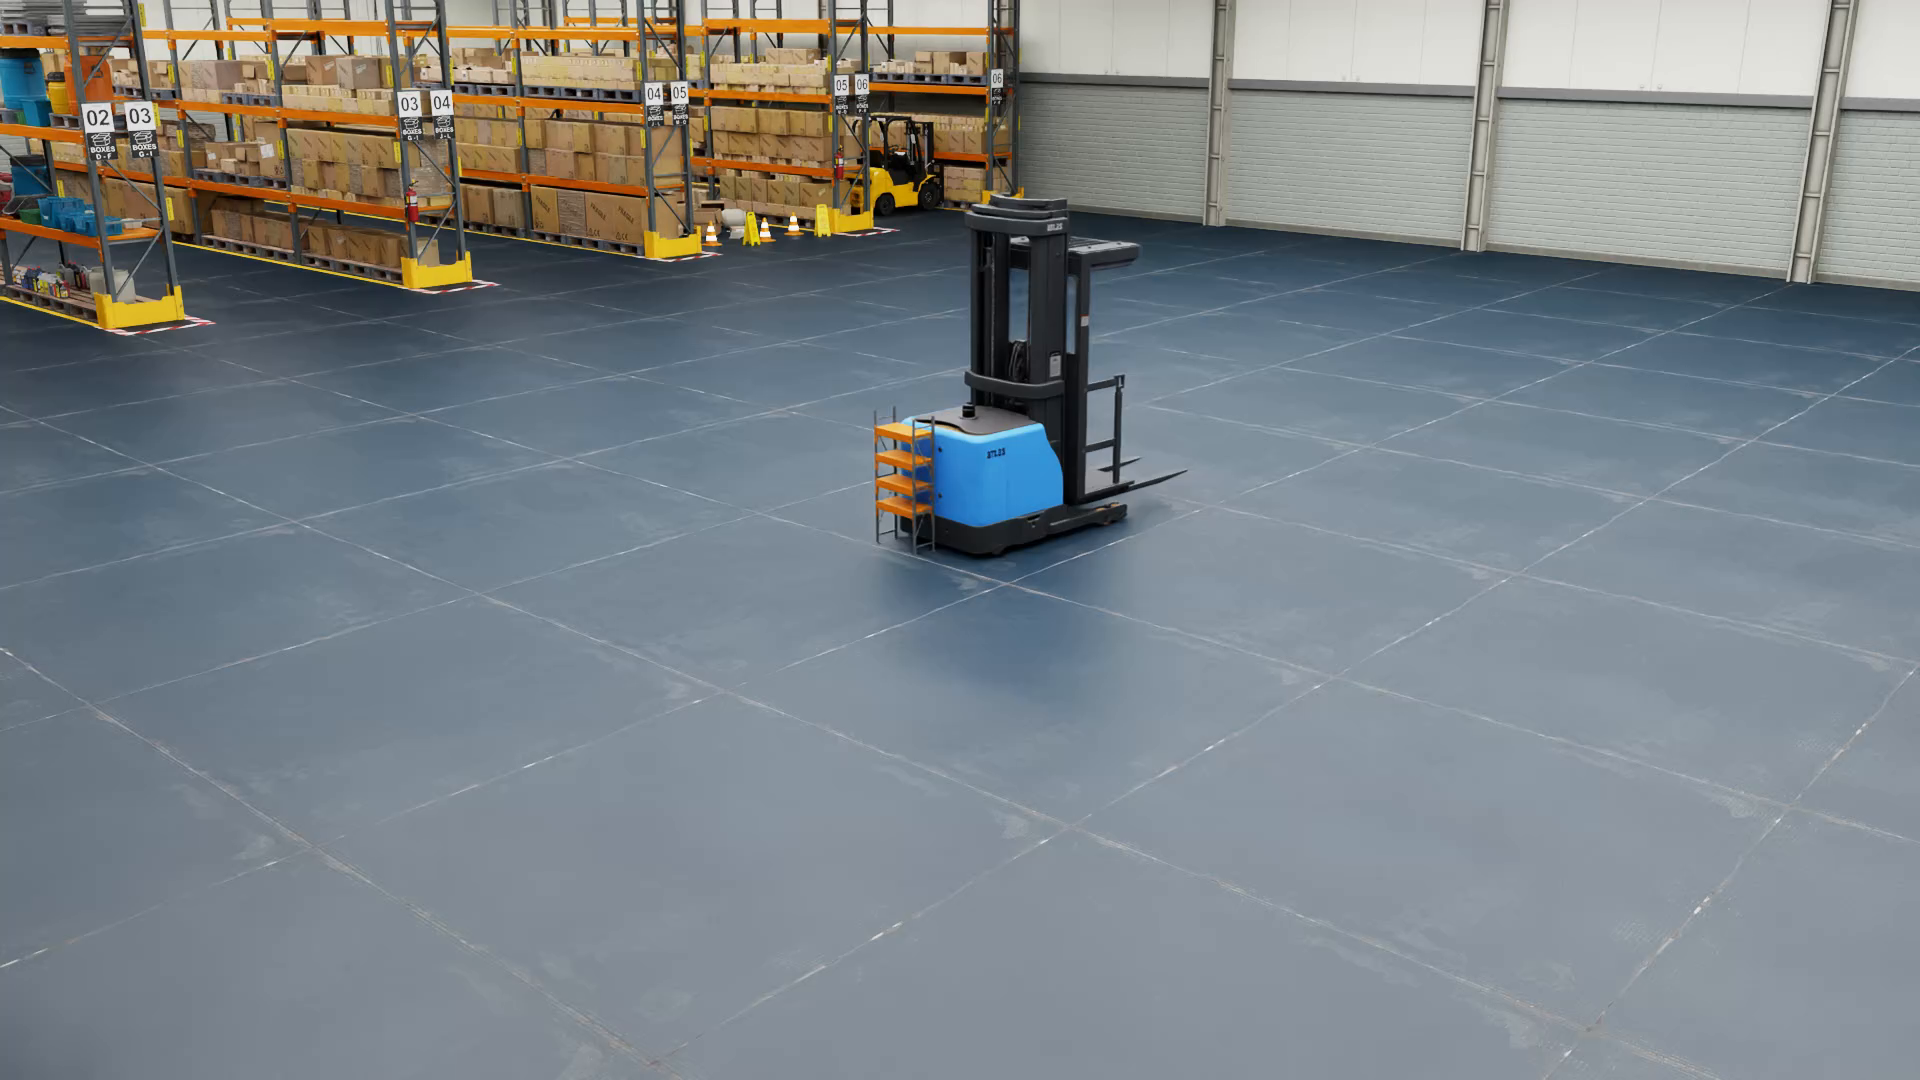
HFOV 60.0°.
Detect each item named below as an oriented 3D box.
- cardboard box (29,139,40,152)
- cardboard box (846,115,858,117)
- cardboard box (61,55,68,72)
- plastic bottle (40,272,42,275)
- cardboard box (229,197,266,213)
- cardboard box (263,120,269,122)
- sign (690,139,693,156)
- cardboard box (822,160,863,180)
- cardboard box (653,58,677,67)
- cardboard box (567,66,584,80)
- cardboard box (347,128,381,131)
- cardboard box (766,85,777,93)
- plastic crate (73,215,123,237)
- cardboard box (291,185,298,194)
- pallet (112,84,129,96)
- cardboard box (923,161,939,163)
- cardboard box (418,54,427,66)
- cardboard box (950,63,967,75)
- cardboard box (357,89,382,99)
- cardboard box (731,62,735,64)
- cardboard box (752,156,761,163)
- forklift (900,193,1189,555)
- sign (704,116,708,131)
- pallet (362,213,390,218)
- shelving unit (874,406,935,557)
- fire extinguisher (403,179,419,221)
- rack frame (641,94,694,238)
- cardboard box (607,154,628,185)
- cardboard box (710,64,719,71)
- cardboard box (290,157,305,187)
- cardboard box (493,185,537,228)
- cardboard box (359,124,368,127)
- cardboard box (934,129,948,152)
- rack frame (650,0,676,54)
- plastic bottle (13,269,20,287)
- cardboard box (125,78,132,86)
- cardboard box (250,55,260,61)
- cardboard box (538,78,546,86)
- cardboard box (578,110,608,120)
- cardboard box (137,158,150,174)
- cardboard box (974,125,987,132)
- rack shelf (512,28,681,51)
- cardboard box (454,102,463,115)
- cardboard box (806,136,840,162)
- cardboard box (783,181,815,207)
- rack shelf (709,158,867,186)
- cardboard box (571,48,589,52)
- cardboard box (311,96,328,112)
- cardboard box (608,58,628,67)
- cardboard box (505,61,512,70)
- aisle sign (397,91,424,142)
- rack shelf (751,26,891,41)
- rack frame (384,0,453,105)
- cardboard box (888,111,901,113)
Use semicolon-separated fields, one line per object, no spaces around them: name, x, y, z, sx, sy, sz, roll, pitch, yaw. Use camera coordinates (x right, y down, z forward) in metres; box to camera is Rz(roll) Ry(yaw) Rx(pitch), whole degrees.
cardboard box;-20.664;-8.928;37.589;0.500;0.250;0.500;14;23;38
cardboard box;-2.677;-10.610;41.896;0.250;0.149;0.380;15;23;39
cardboard box;-18.877;-10.190;35.825;0.500;0.500;0.700;17;24;42
plastic bottle;-14.640;-4.137;26.519;0.097;0.271;0.097;0;18;0
cardboard box;-13.936;-6.553;32.514;0.500;0.250;0.500;-15;23;-40
cardboard box;-16.549;-9.951;40.399;0.500;0.500;0.500;15;23;40
sign;-5.136;-7.479;31.706;0.005;0.325;0.100;15;23;39
cardboard box;-2.972;-9.300;42.236;0.625;0.625;0.875;15;23;39
cardboard box;-5.548;-8.981;31.280;0.250;0.149;0.380;15;23;40
cardboard box;-7.186;-8.990;31.967;0.500;0.250;0.500;15;23;40
cardboard box;-10.602;-7.043;29.583;0.500;0.500;0.500;15;23;39
cardboard box;-3.930;-9.661;35.600;0.250;0.149;0.380;15;23;39
plastic crate;-12.738;-4.644;24.580;0.616;0.251;0.499;15;23;39
cardboard box;-11.908;-6.375;30.203;0.250;0.149;0.380;15;23;39
pallet;-17.134;-9.378;34.607;1.217;0.209;0.805;14;22;37
cardboard box;-0.744;-9.080;40.510;0.500;0.250;0.500;15;23;40
cardboard box;-11.998;-10.600;36.712;0.258;0.266;0.396;15;23;39
cardboard box;-0.018;-10.931;38.547;0.258;0.266;0.396;15;23;39
cardboard box;-9.890;-7.490;27.932;0.250;0.149;0.380;15;23;40
cardboard box;-5.776;-12.455;43.576;0.250;0.149;0.380;16;23;40
cardboard box;-4.318;-8.333;36.375;0.250;0.149;0.380;15;23;40
forklift;0.886;-1.626;14.938;3.031;2.935;1.130;-16;24;-41
sign;-5.657;-9.273;37.007;0.005;0.325;0.100;15;23;39
pallet;-12.985;-7.584;38.208;1.213;0.211;1.003;15;23;39
shelving unit;-0.474;-0.504;14.263;0.258;1.200;0.503;-16;24;-41
fire extinguisher;-9.097;-5.638;27.596;0.183;0.674;0.296;15;23;39
rack frame;-5.509;-6.904;31.457;0.127;3.000;1.000;15;23;39
cardboard box;-6.243;-7.146;31.969;0.550;0.550;0.875;15;23;39
cardboard box;-5.272;-10.401;36.612;0.250;0.149;0.380;15;23;38
cardboard box;-11.573;-6.691;30.127;0.500;0.500;0.875;15;23;39
cardboard box;-9.025;-6.940;34.593;0.750;0.750;1.050;15;23;39
cardboard box;-13.661;-9.535;38.484;0.250;0.149;0.380;14;22;38
cardboard box;-0.315;-9.465;39.359;0.500;0.500;0.500;14;23;38
rack frame;-7.983;-14.437;45.275;0.127;3.000;1.000;15;23;39
plastic bottle;-15.209;-4.231;26.817;0.097;0.271;0.097;0;18;0
cardboard box;-16.838;-9.389;34.049;0.250;0.149;0.380;14;22;37
cardboard box;-16.871;-11.612;40.093;0.250;0.149;0.380;15;23;40
cardboard box;-8.074;-9.013;32.699;0.250;0.149;0.380;15;23;39
cardboard box;-8.843;-10.220;40.085;0.500;0.500;0.500;14;23;38
cardboard box;-16.534;-7.807;34.135;0.500;0.500;0.500;16;23;40
cardboard box;0.547;-9.531;38.497;0.250;0.149;0.380;15;23;40
rack shelf;-7.005;-9.632;31.984;4.000;0.370;1.077;15;23;39
cardboard box;-12.941;-11.317;43.542;0.500;0.500;0.500;15;23;39
cardboard box;-2.888;-8.281;35.137;0.500;0.500;0.500;15;23;38
cardboard box;-3.464;-7.498;35.938;0.500;0.500;0.500;16;24;41
rack shelf;-3.795;-8.103;36.424;4.000;0.370;1.077;15;23;39
cardboard box;-10.809;-13.973;47.702;0.500;0.250;0.500;15;23;39
cardboard box;-10.939;-7.608;28.964;0.500;0.250;0.500;14;22;37
cardboard box;-6.364;-8.935;31.134;0.250;0.149;0.380;16;23;40
cardboard box;-11.133;-11.840;41.579;0.258;0.266;0.396;15;23;39
aisle sign;-9.030;-6.961;27.339;0.004;0.787;0.394;15;23;39
rack shelf;-3.495;-12.699;41.649;4.000;0.370;1.077;15;23;39
rack frame;-8.877;-8.662;27.078;0.127;3.000;1.000;15;23;39
cardboard box;-1.560;-10.474;40.977;0.250;0.149;0.380;15;23;39
